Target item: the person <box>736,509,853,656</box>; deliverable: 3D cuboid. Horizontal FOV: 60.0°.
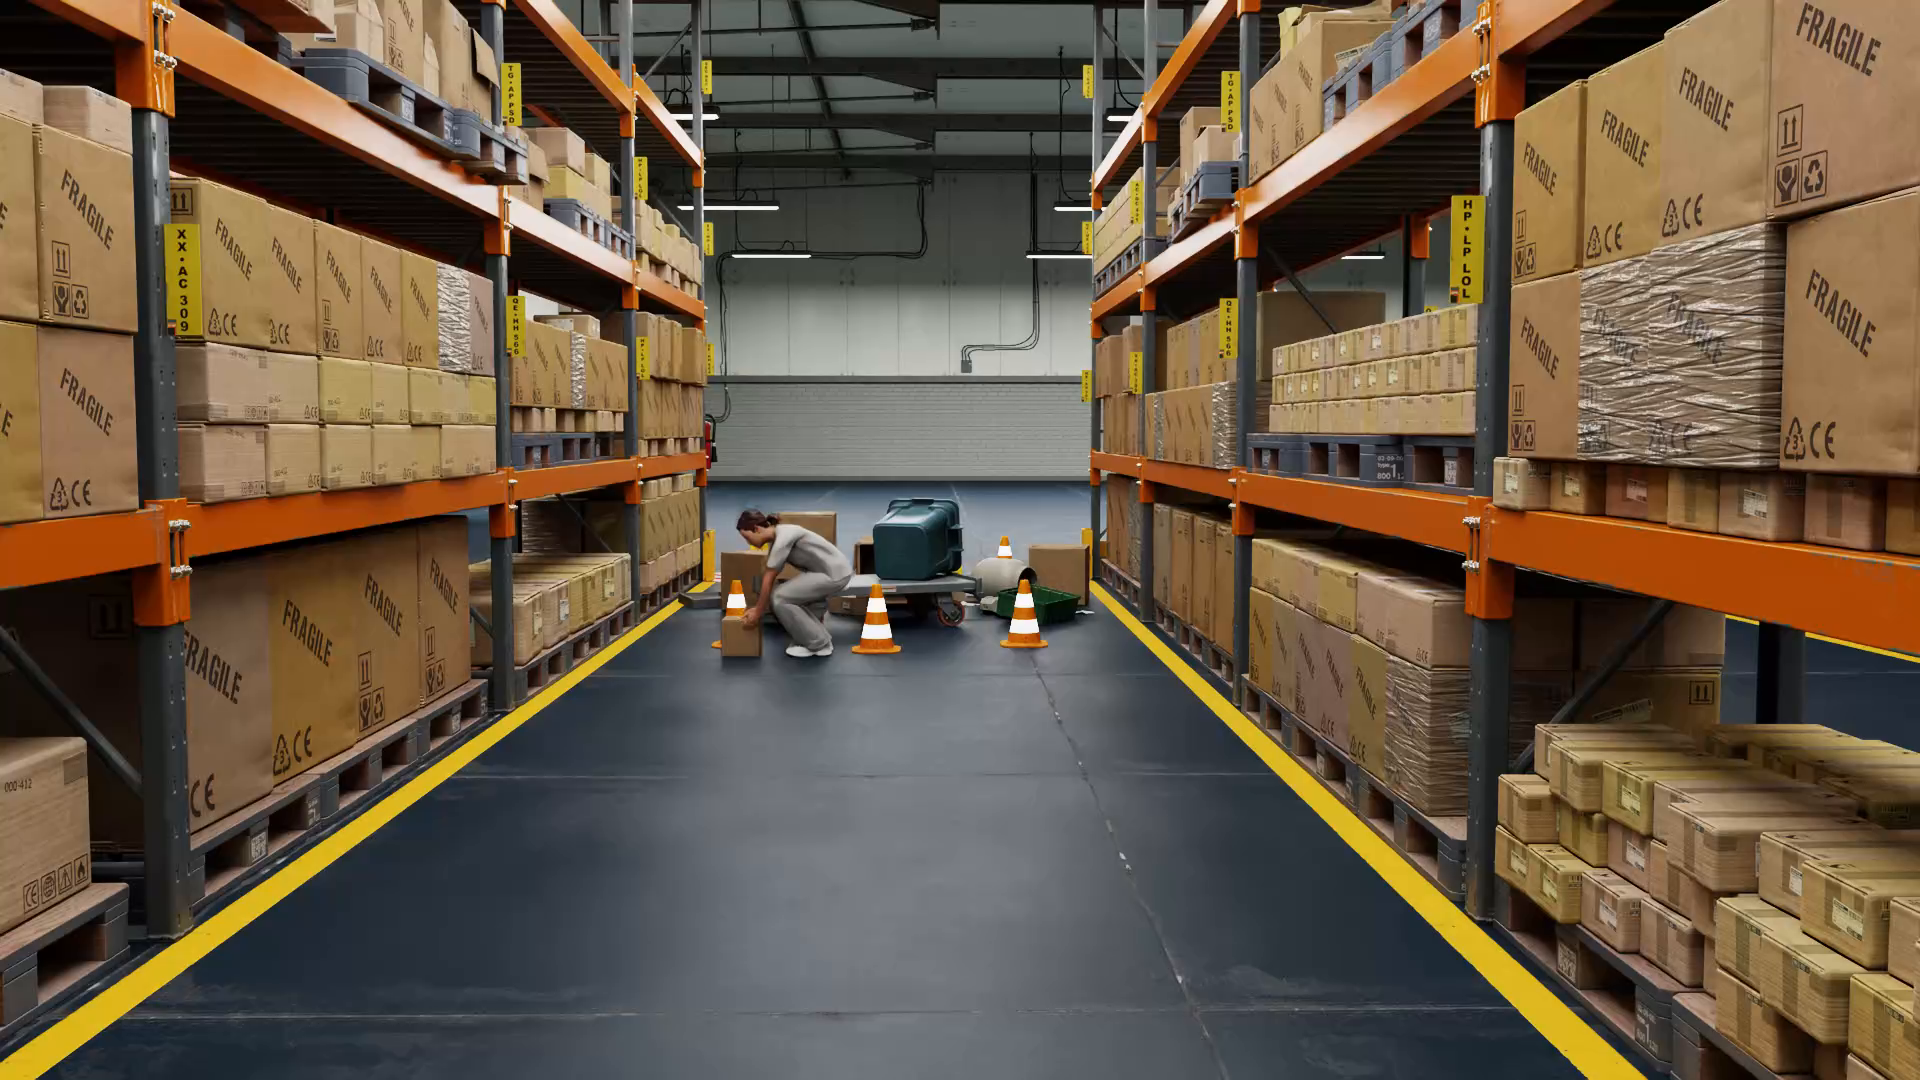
[{"bbox_3d":[-1.119,0.285,11.291,0.782,0.998,0.488,0,4,-1],"label":"person"}]
